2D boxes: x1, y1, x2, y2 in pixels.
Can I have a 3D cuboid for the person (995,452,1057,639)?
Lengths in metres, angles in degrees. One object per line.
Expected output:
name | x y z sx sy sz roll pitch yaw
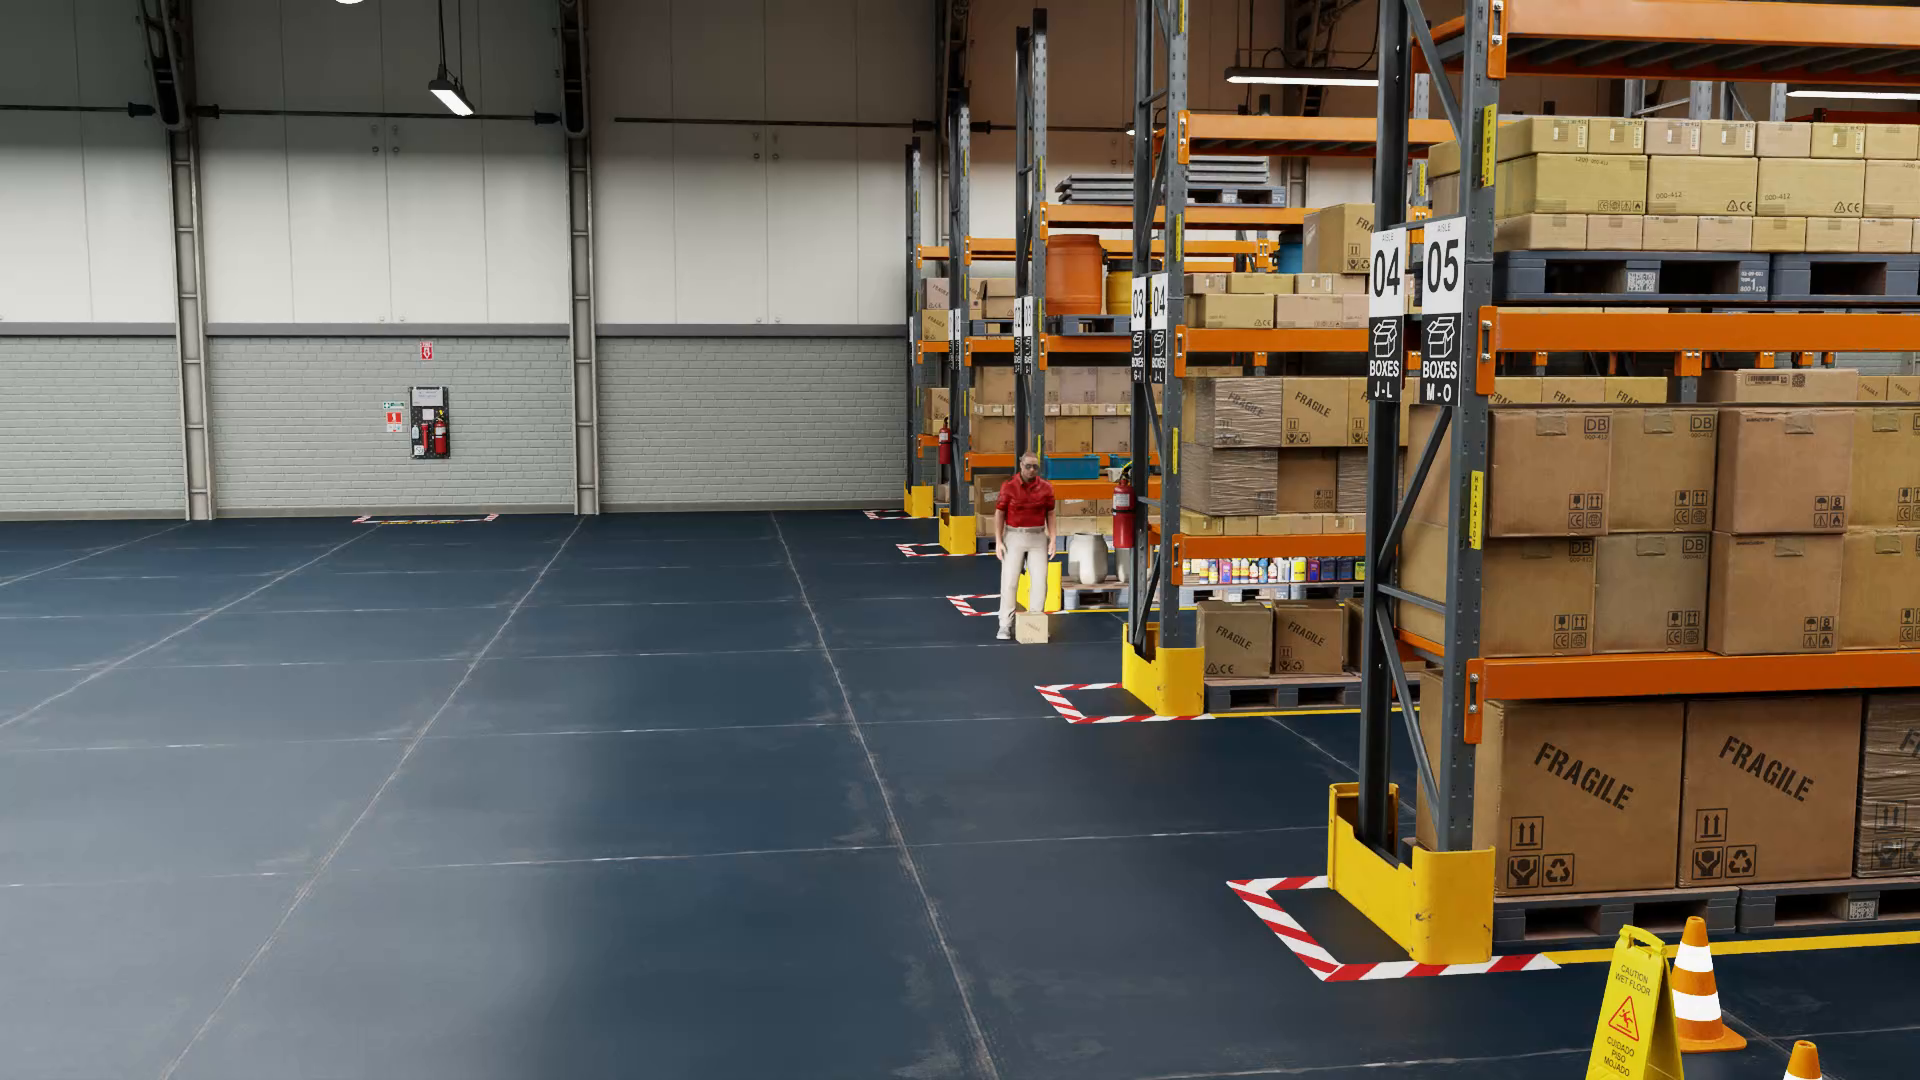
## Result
person | 0.612 0.040 15.418 0.587 1.726 0.389 -1 7 -9
